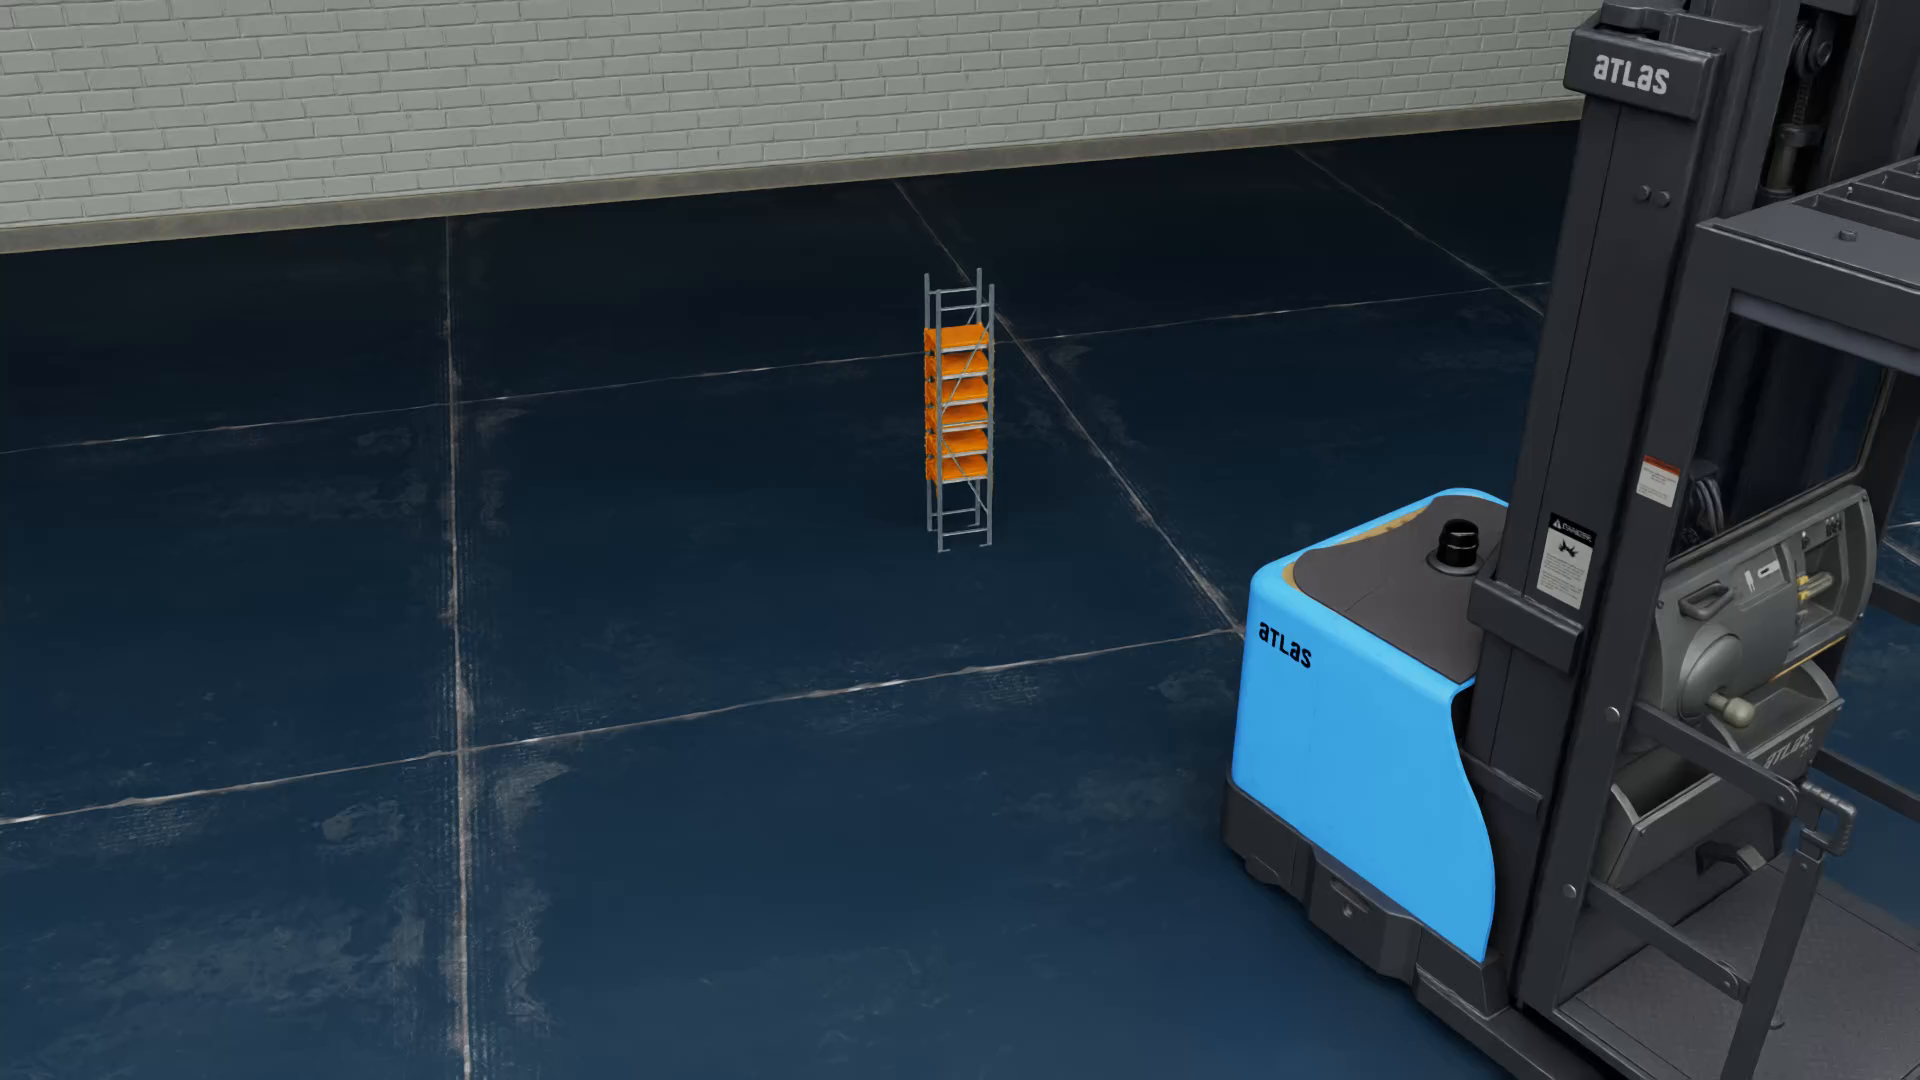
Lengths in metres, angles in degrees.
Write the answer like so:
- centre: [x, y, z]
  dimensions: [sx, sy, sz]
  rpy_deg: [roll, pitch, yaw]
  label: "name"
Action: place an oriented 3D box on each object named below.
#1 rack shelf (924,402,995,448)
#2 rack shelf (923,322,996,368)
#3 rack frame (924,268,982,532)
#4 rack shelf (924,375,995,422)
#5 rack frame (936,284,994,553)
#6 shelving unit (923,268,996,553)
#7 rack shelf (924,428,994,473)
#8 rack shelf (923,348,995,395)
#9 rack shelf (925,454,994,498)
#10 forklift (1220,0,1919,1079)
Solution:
- centre: [-0.004, -0.488, 6.984]
  dimensions: [0.258, 0.103, 0.180]
  rpy_deg: [-8, 31, -13]
  label: "rack shelf"
- centre: [-0.004, -0.799, 6.803]
  dimensions: [0.258, 0.103, 0.180]
  rpy_deg: [-8, 31, -13]
  label: "rack shelf"
- centre: [-0.028, -0.570, 7.038]
  dimensions: [0.240, 1.200, 0.006]
  rpy_deg: [-8, 31, -13]
  label: "rack frame"
- centre: [-0.004, -0.592, 6.924]
  dimensions: [0.258, 0.103, 0.180]
  rpy_deg: [-8, 31, -13]
  label: "rack shelf"
- centre: [0.020, -0.482, 6.885]
  dimensions: [0.240, 1.200, 0.006]
  rpy_deg: [-8, 31, -13]
  label: "rack frame"
- centre: [-0.004, -0.526, 6.962]
  dimensions: [0.258, 1.200, 0.189]
  rpy_deg: [-8, 31, -13]
  label: "shelving unit"
- centre: [-0.004, -0.384, 7.044]
  dimensions: [0.258, 0.103, 0.180]
  rpy_deg: [-8, 31, -13]
  label: "rack shelf"
- centre: [-0.004, -0.696, 6.864]
  dimensions: [0.258, 0.103, 0.180]
  rpy_deg: [-8, 31, -13]
  label: "rack shelf"
- centre: [-0.004, -0.280, 7.104]
  dimensions: [0.258, 0.103, 0.180]
  rpy_deg: [-8, 31, -13]
  label: "rack shelf"
- centre: [2.119, 0.208, 3.965]
  dimensions: [1.130, 2.935, 3.031]
  rpy_deg: [-20, 35, -30]
  label: "forklift"
